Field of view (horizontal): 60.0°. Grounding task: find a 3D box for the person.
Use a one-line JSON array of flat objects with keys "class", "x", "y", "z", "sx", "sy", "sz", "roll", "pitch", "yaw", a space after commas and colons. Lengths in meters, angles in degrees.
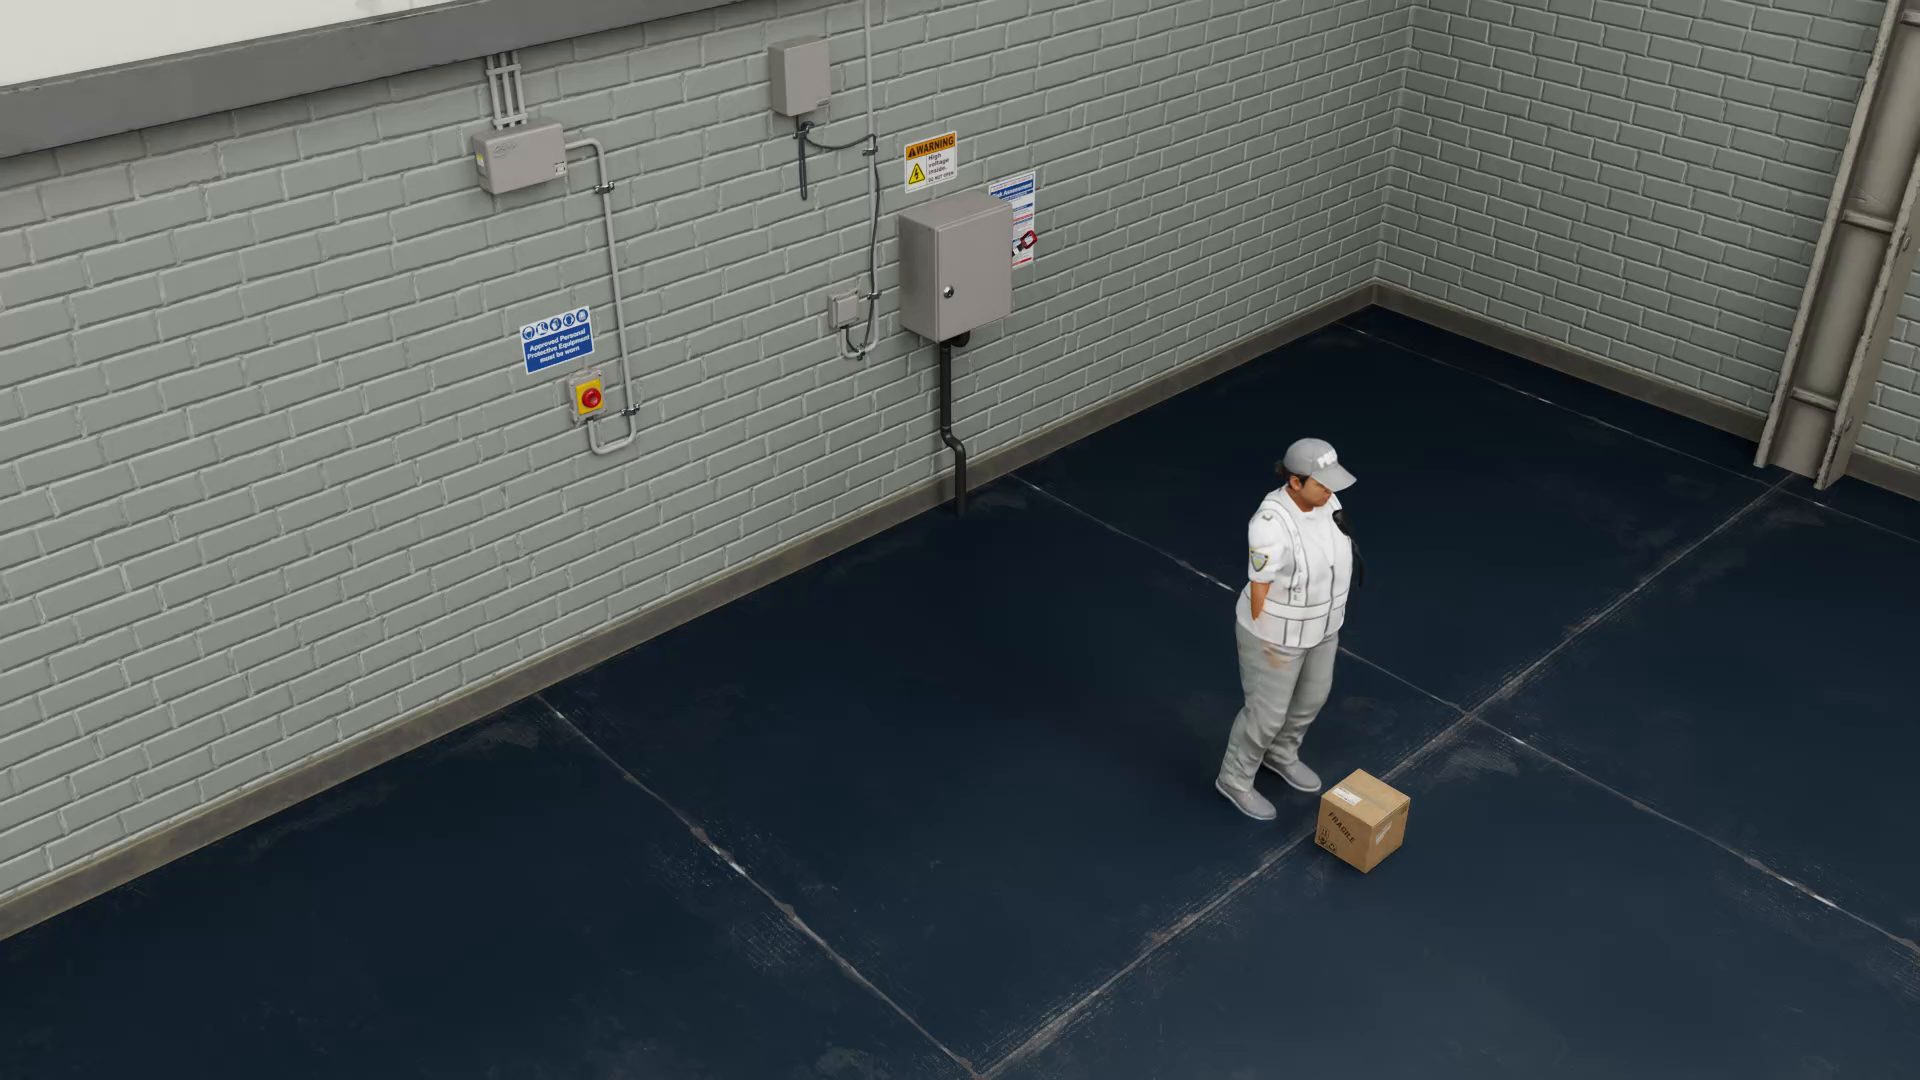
[{"class": "person", "x": 1.322, "y": 0.346, "z": 6.600, "sx": 0.468, "sy": 1.671, "sz": 0.389, "roll": -25, "pitch": 40, "yaw": -34}]
